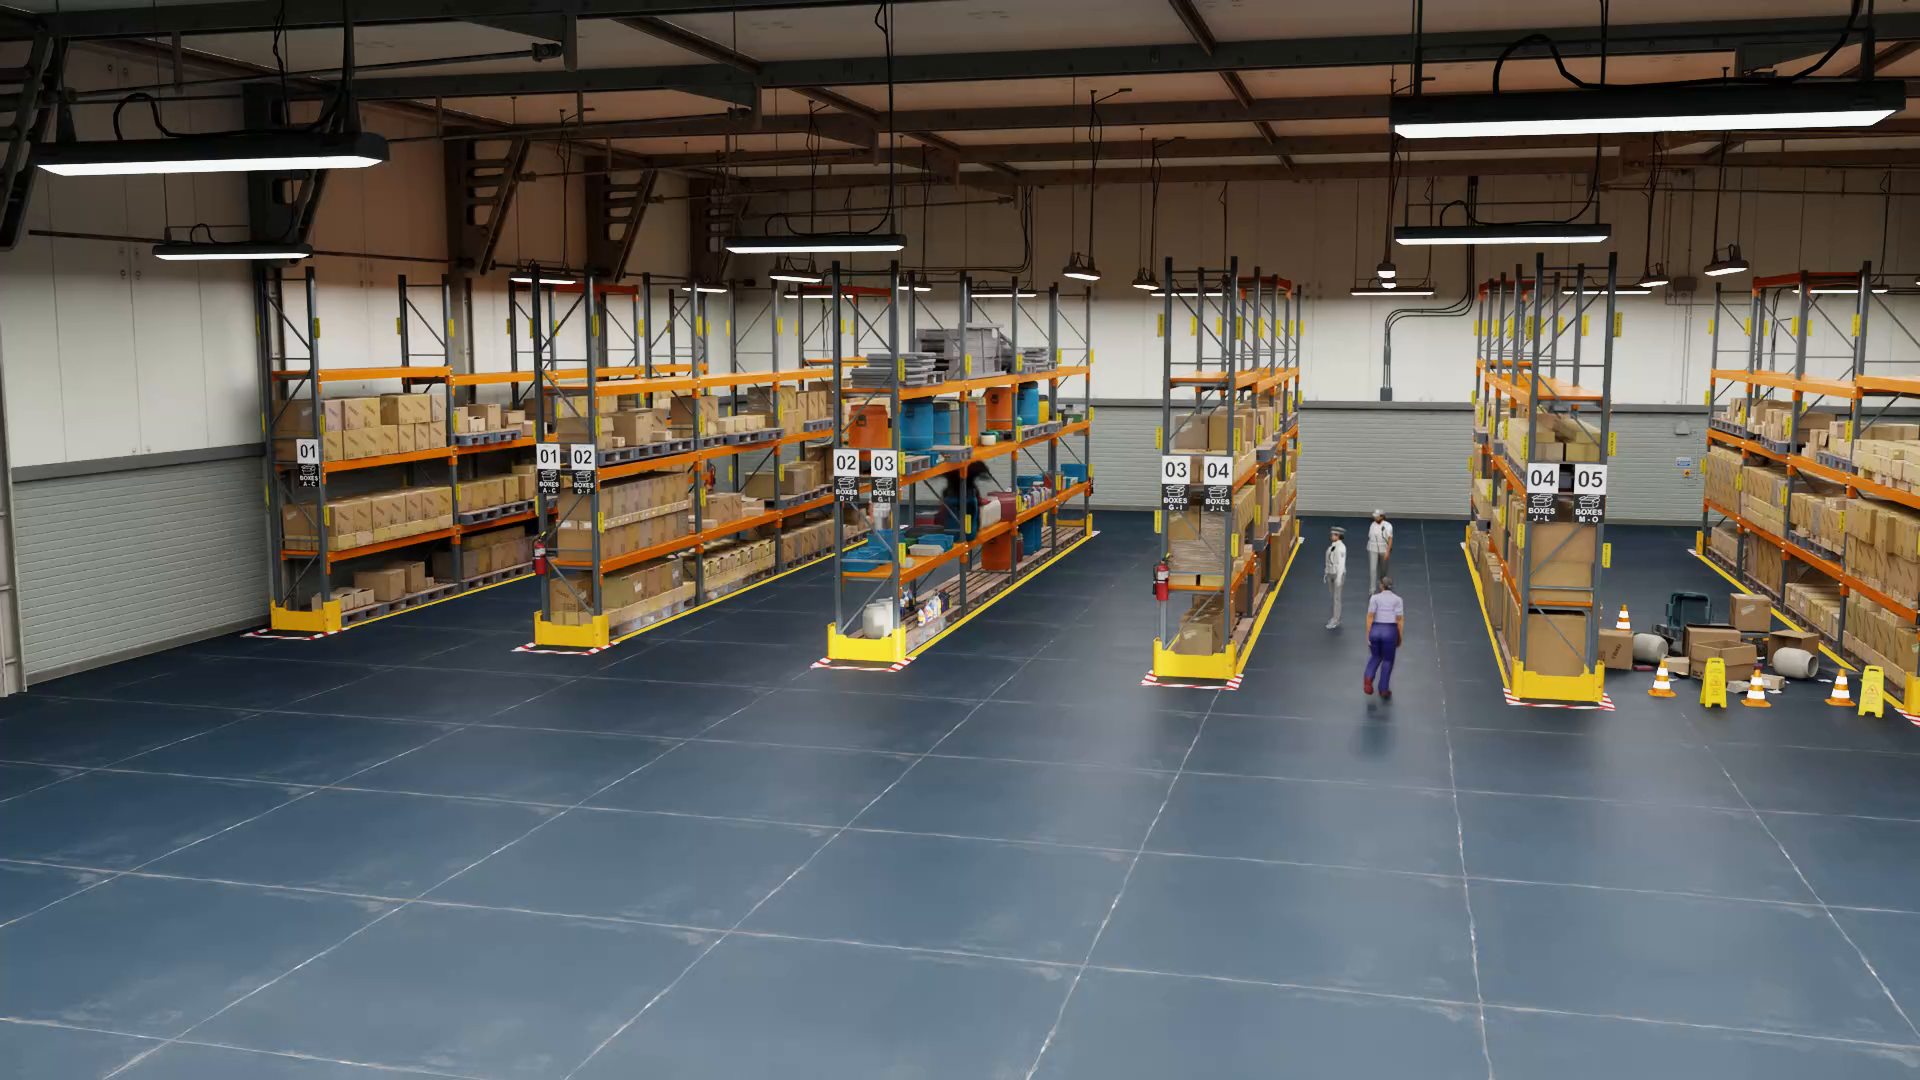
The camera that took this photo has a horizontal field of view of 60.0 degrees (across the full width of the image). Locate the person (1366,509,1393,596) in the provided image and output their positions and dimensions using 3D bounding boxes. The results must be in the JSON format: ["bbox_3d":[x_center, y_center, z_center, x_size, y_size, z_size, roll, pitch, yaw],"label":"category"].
[{"bbox_3d":[7.917,0.214,31.426,0.464,1.616,0.952,1,7,9],"label":"person"}]

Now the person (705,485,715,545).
[{"bbox_3d":[-5.404,-0.347,35.581,0.494,1.685,1.021,3,8,20],"label":"person"}]

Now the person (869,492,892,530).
[{"bbox_3d":[-1.695,-0.504,36.615,0.532,1.791,0.570,5,9,32],"label":"person"}]

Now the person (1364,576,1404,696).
[{"bbox_3d":[5.782,1.314,22.664,0.475,1.630,0.460,7,10,42],"label":"person"}]

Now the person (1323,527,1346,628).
[{"bbox_3d":[6.318,0.623,28.097,0.498,1.697,0.489,-4,8,-28],"label":"person"}]
